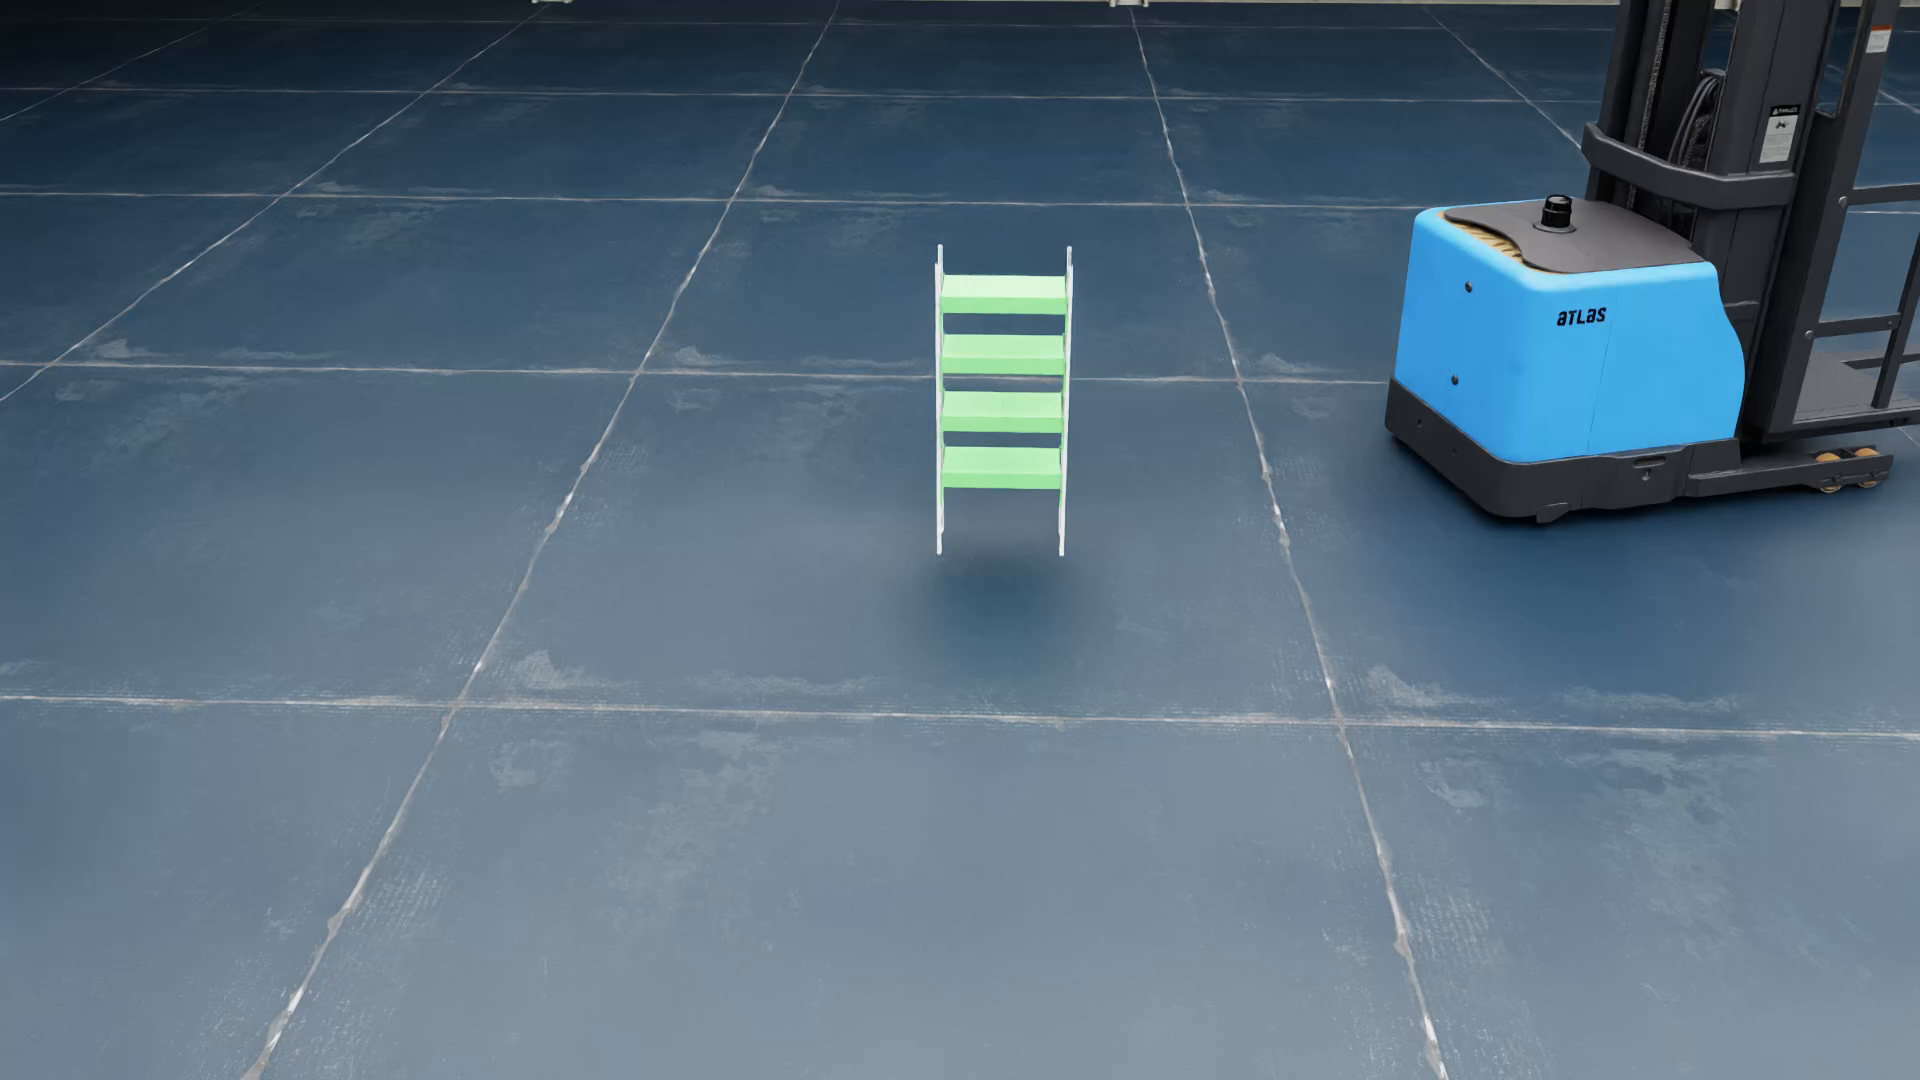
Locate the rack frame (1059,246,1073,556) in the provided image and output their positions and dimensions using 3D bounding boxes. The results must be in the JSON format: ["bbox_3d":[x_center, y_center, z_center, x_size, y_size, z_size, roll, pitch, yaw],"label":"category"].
[{"bbox_3d":[0.409,-0.523,6.456,0.015,1.200,0.240,1,28,2],"label":"rack frame"}]

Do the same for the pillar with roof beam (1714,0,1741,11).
[{"bbox_3d":[7.588,-7.416,11.133,0.400,9.000,9.100,1,28,2],"label":"pillar with roof beam"}]

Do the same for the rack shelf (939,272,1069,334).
[{"bbox_3d":[0.165,-0.895,6.269,0.480,0.148,0.258,1,28,2],"label":"rack shelf"}]

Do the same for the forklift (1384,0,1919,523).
[{"bbox_3d":[3.510,-1.730,6.884,3.031,2.935,1.130,-7,29,-13],"label":"forklift"}]

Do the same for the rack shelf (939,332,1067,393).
[{"bbox_3d":[0.165,-0.683,6.381,0.480,0.148,0.258,1,28,2],"label":"rack shelf"}]

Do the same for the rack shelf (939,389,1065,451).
[{"bbox_3d":[0.165,-0.471,6.494,0.480,0.148,0.258,1,28,2],"label":"rack shelf"}]

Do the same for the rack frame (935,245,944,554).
[{"bbox_3d":[-0.078,-0.531,6.471,0.015,1.200,0.240,1,28,2],"label":"rack frame"}]

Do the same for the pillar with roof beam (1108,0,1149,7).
[{"bbox_3d":[1.592,-7.516,11.320,0.400,9.000,9.100,1,28,2],"label":"pillar with roof beam"}]

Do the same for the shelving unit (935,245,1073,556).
[{"bbox_3d":[0.165,-0.527,6.464,0.503,1.200,0.258,1,28,2],"label":"shelving unit"}]

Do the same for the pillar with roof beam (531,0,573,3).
[{"bbox_3d":[-4.404,-7.615,11.507,0.400,9.000,9.100,1,28,2],"label":"pillar with roof beam"}]

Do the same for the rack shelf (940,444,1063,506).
[{"bbox_3d":[0.165,-0.259,6.606,0.480,0.148,0.258,1,28,2],"label":"rack shelf"}]
